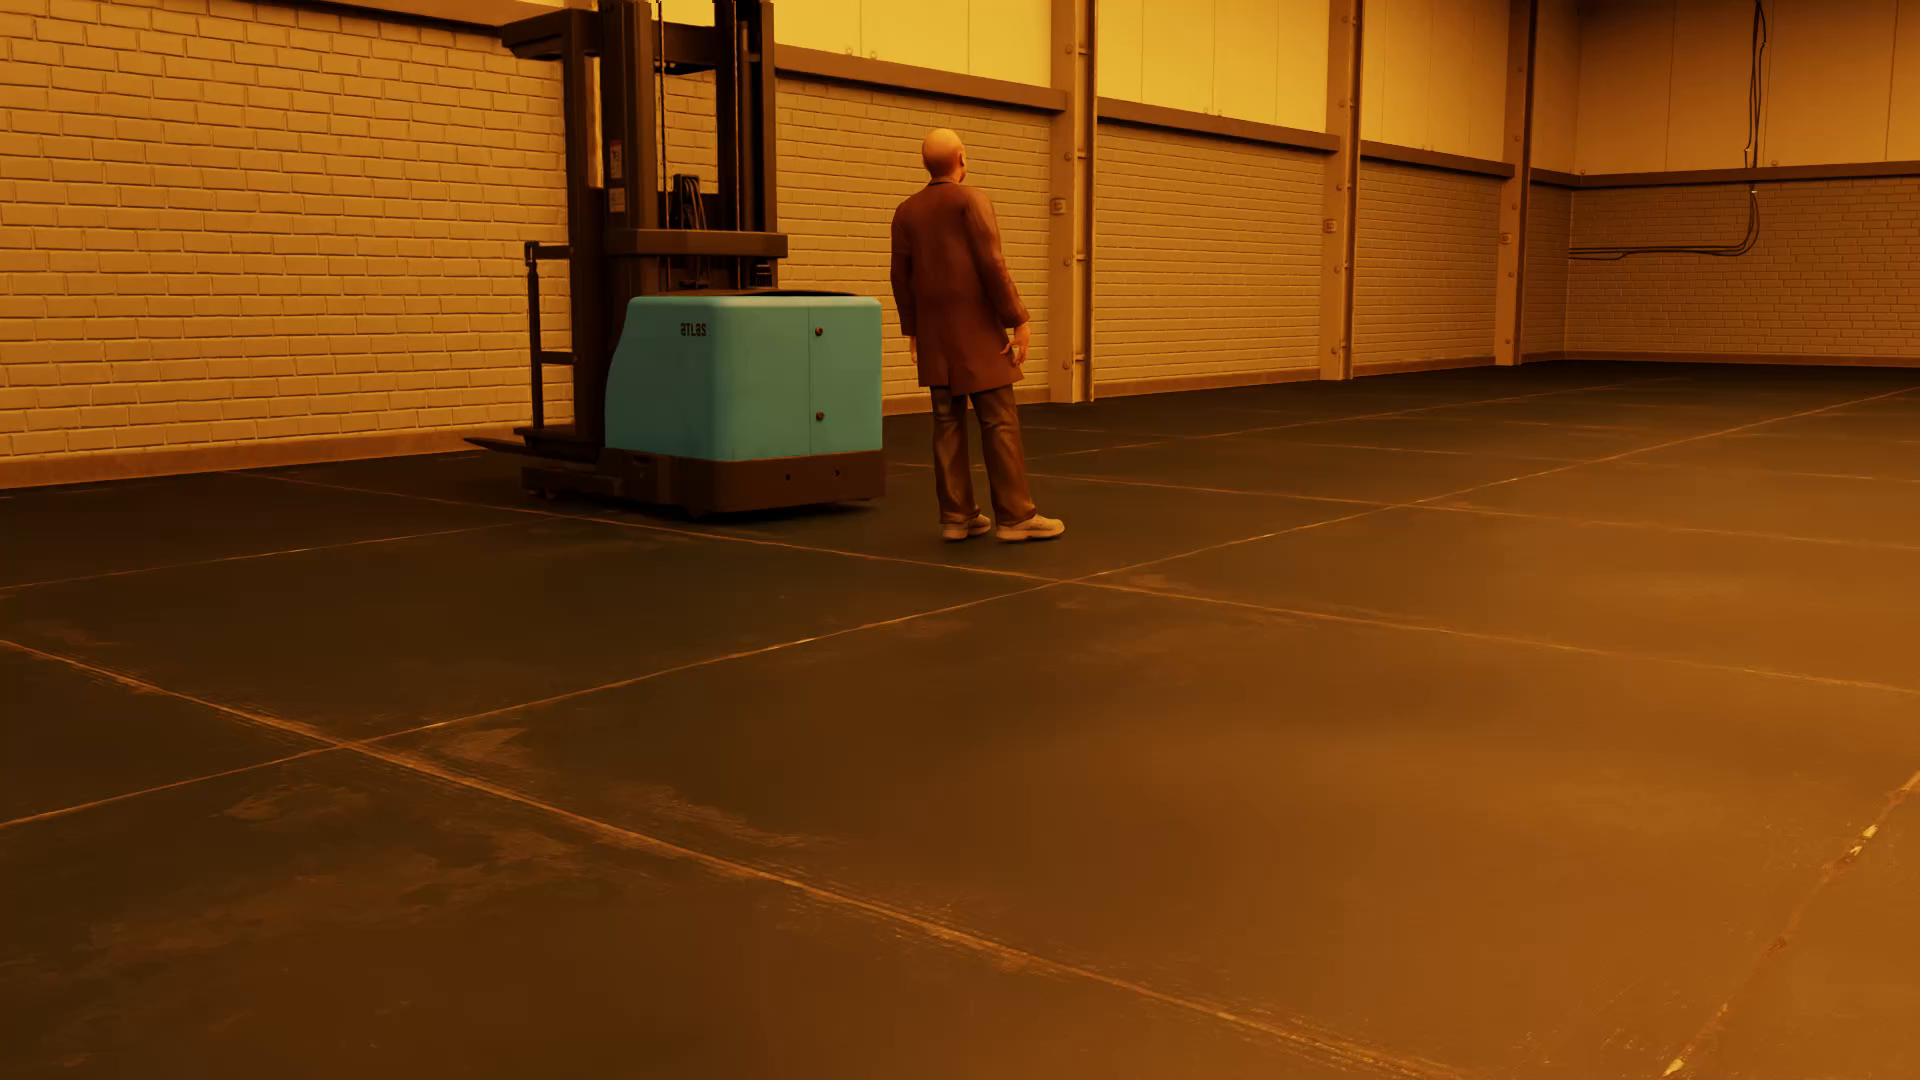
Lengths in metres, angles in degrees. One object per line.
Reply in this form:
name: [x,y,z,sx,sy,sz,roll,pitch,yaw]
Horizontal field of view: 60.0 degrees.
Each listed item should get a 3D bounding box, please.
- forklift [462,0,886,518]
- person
forklift: [-1.743,-1.715,9.001,1.130,2.935,3.031,-8,11,-42]
person: [0.061,-0.897,7.343,0.698,1.776,0.581,7,11,38]
